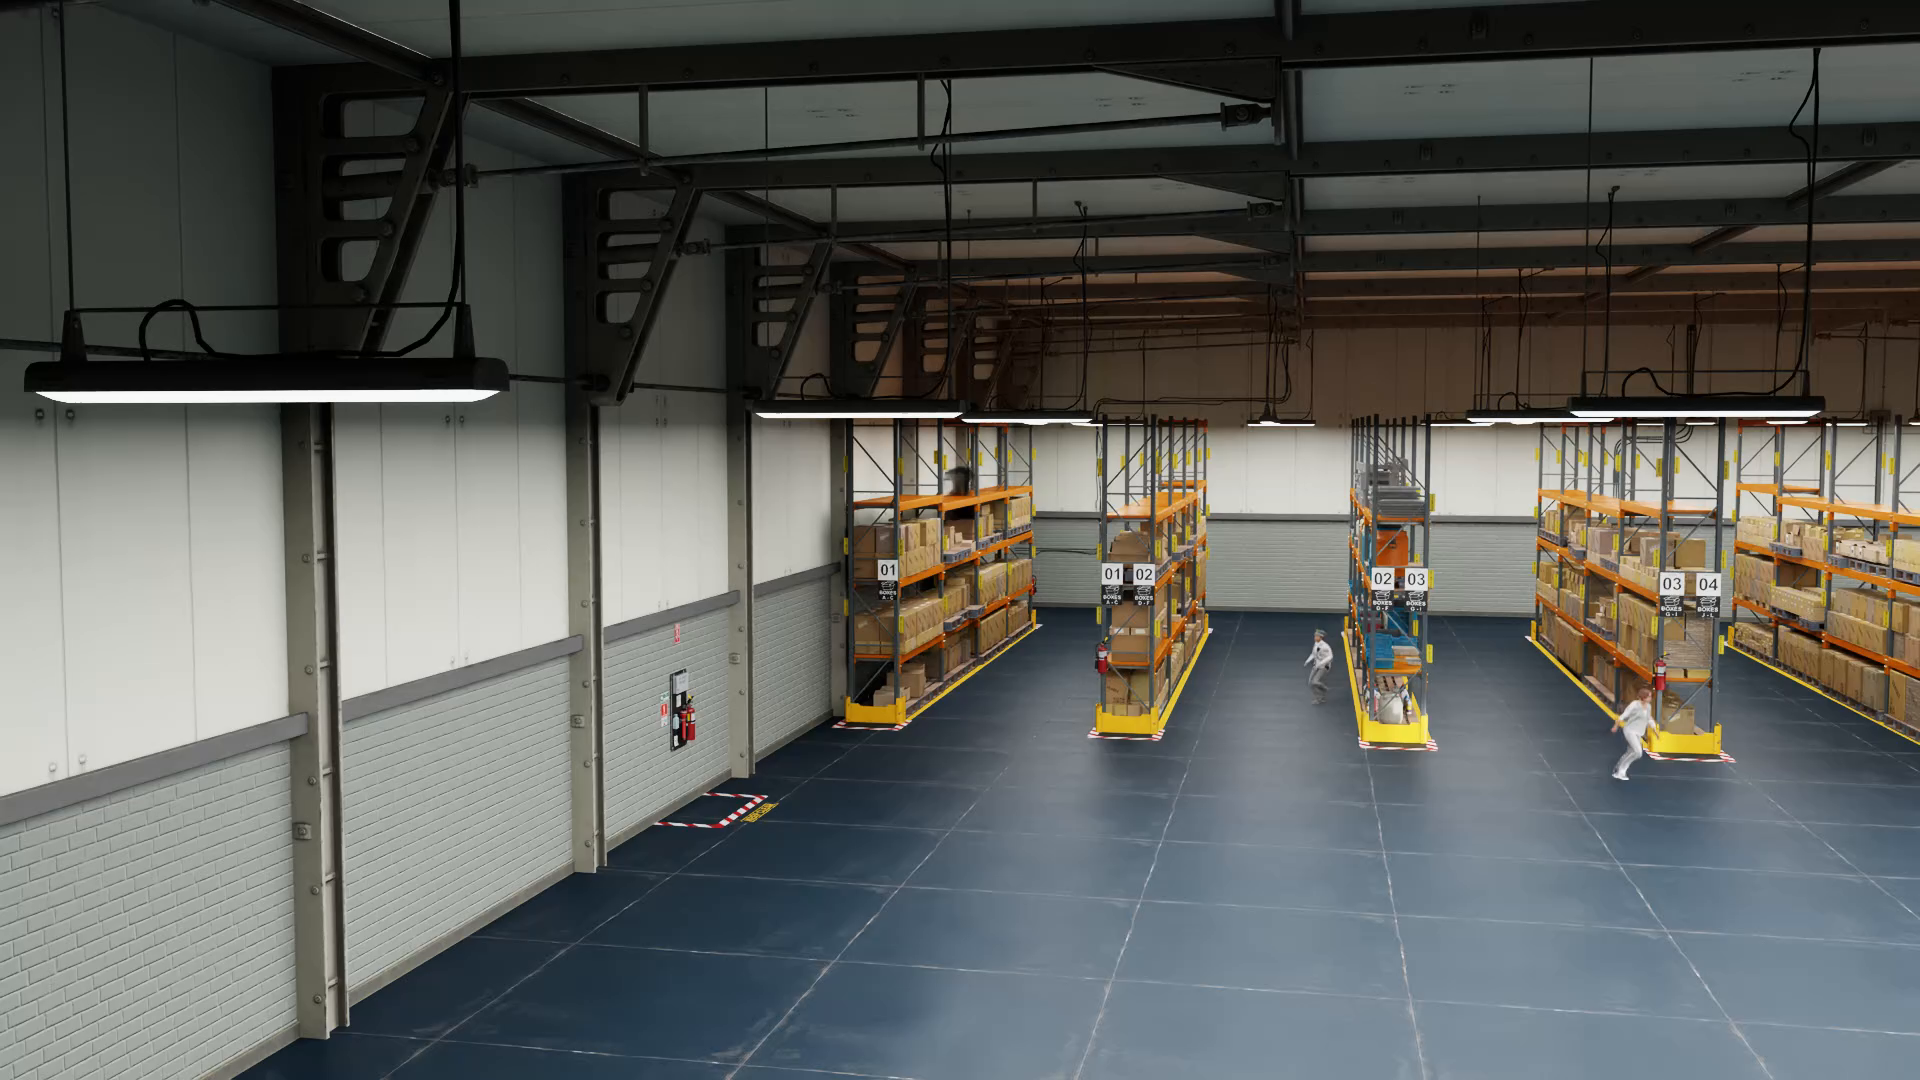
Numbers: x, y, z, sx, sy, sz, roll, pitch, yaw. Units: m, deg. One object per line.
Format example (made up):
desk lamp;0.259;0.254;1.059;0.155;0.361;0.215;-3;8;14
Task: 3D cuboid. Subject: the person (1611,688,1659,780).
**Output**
person;10.965;3.154;26.973;0.511;1.536;0.689;-2;4;-28

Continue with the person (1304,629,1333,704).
person;7.483;2.643;34.589;0.482;1.603;0.683;-2;4;-29
